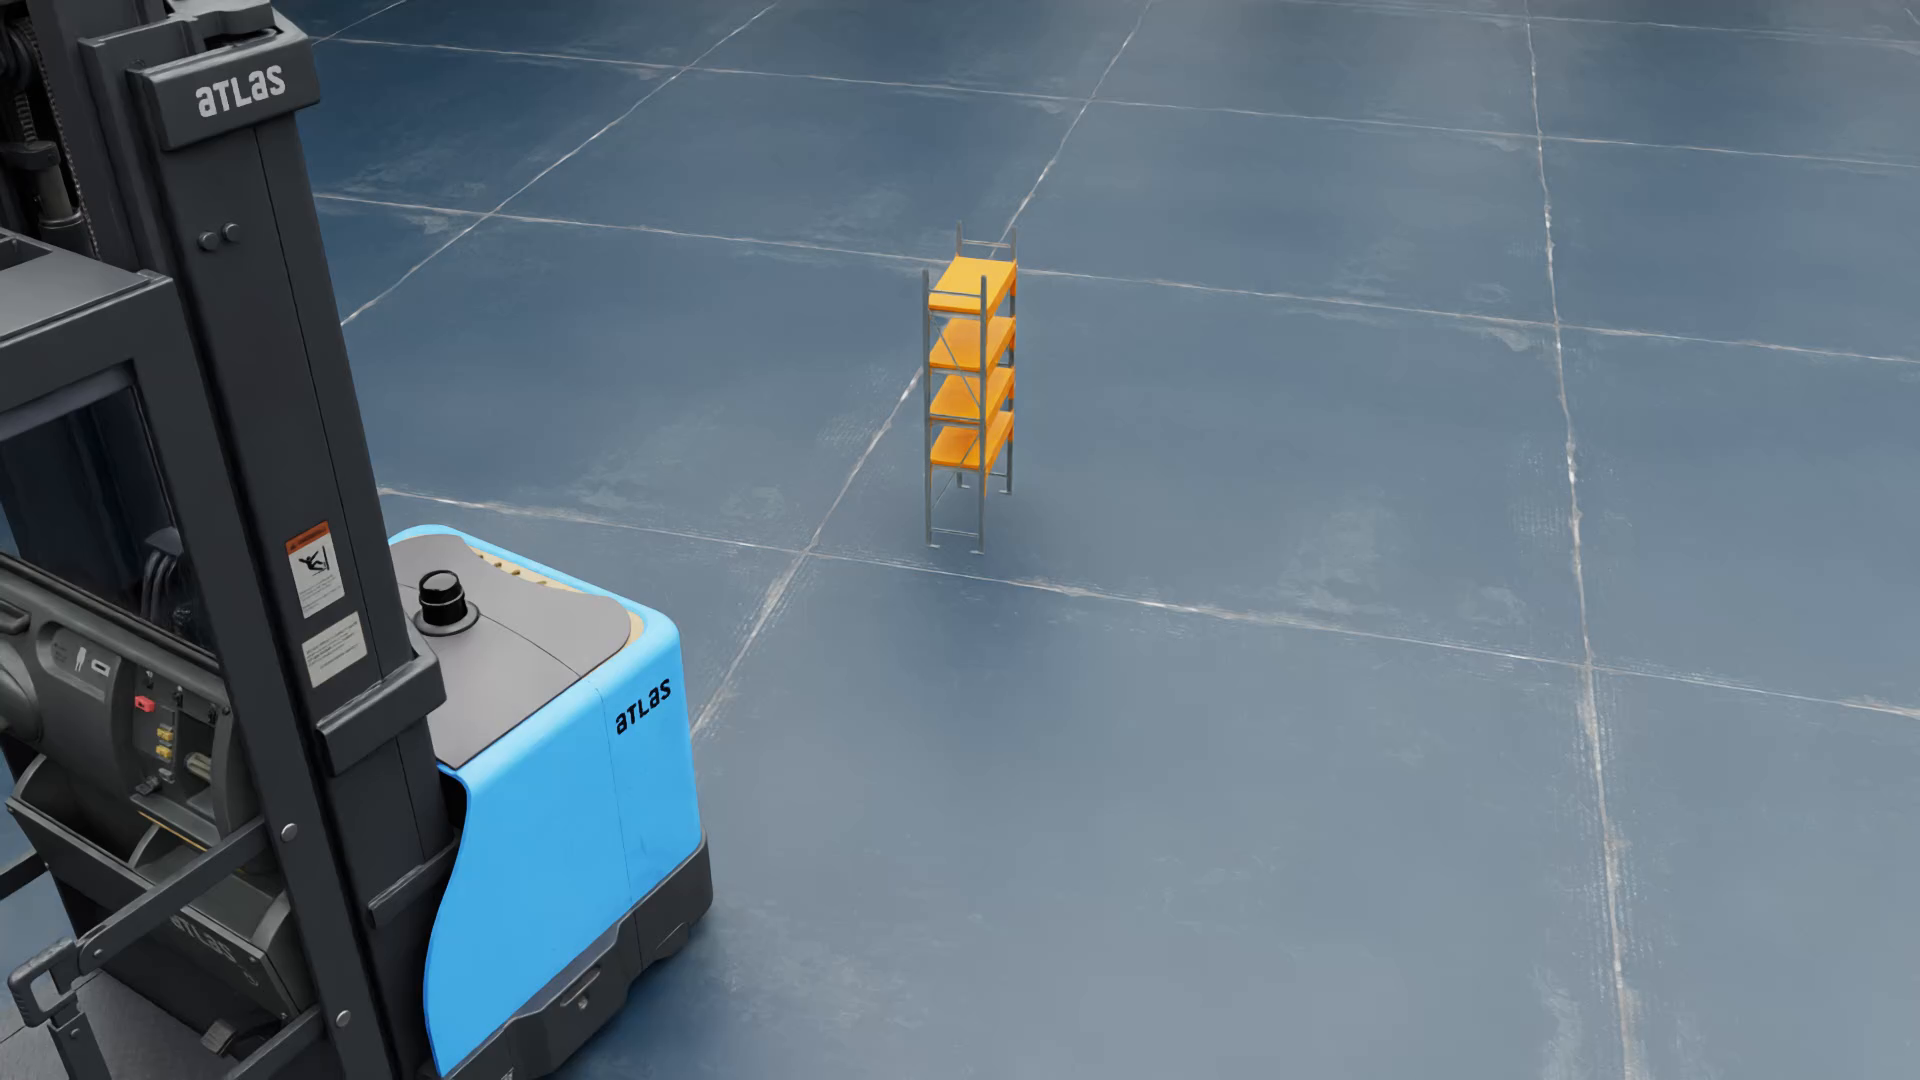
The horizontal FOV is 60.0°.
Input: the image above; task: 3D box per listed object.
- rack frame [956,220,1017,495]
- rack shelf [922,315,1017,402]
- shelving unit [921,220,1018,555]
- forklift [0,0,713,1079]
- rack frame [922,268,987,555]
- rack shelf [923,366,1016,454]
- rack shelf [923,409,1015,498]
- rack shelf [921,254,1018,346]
[{"bbox_3d":[0.104,-0.719,6.762,0.240,1.200,0.015,8,33,12],"label":"rack frame"},{"bbox_3d":[0.042,-0.724,6.479,0.258,0.148,0.480,8,33,12],"label":"rack shelf"},{"bbox_3d":[0.042,-0.592,6.563,0.258,1.200,0.503,8,33,12],"label":"shelving unit"},{"bbox_3d":[-1.948,0.407,3.378,1.130,2.935,3.031,19,37,27],"label":"forklift"},{"bbox_3d":[-0.020,-0.466,6.364,0.240,1.200,0.015,8,33,12],"label":"rack frame"},{"bbox_3d":[0.042,-0.535,6.599,0.258,0.148,0.480,8,33,12],"label":"rack shelf"},{"bbox_3d":[0.042,-0.368,6.706,0.258,0.148,0.480,8,33,12],"label":"rack shelf"},{"bbox_3d":[0.042,-0.924,6.352,0.258,0.148,0.480,8,33,12],"label":"rack shelf"}]
